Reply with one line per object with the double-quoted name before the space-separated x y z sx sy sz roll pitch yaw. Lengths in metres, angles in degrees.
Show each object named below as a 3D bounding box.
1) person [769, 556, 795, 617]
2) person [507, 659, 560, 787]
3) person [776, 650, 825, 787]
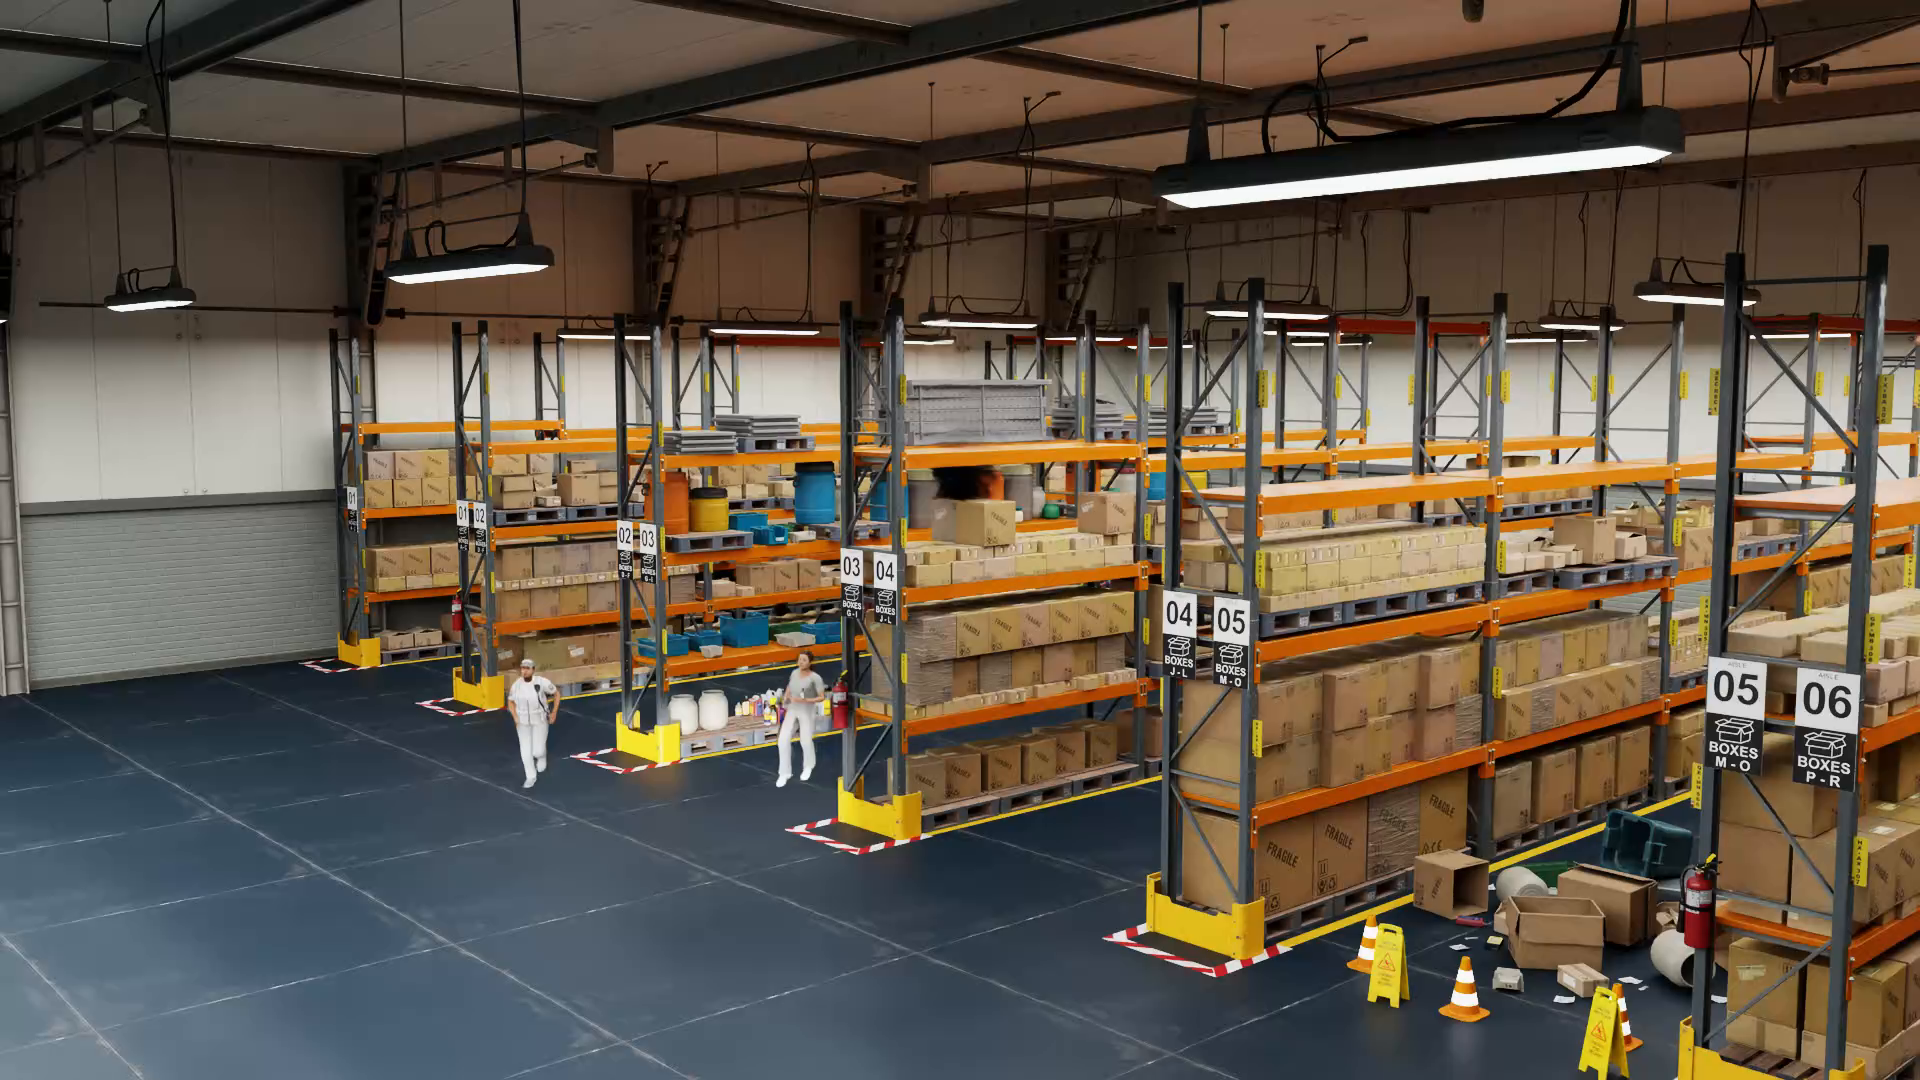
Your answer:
"person" -3.615 0.988 33.445 0.689 1.827 0.832 4 7 38
"person" -5.380 2.301 20.942 0.632 1.632 0.606 0 6 -1
"person" -1.876 2.155 20.205 0.586 1.676 0.896 2 6 22
